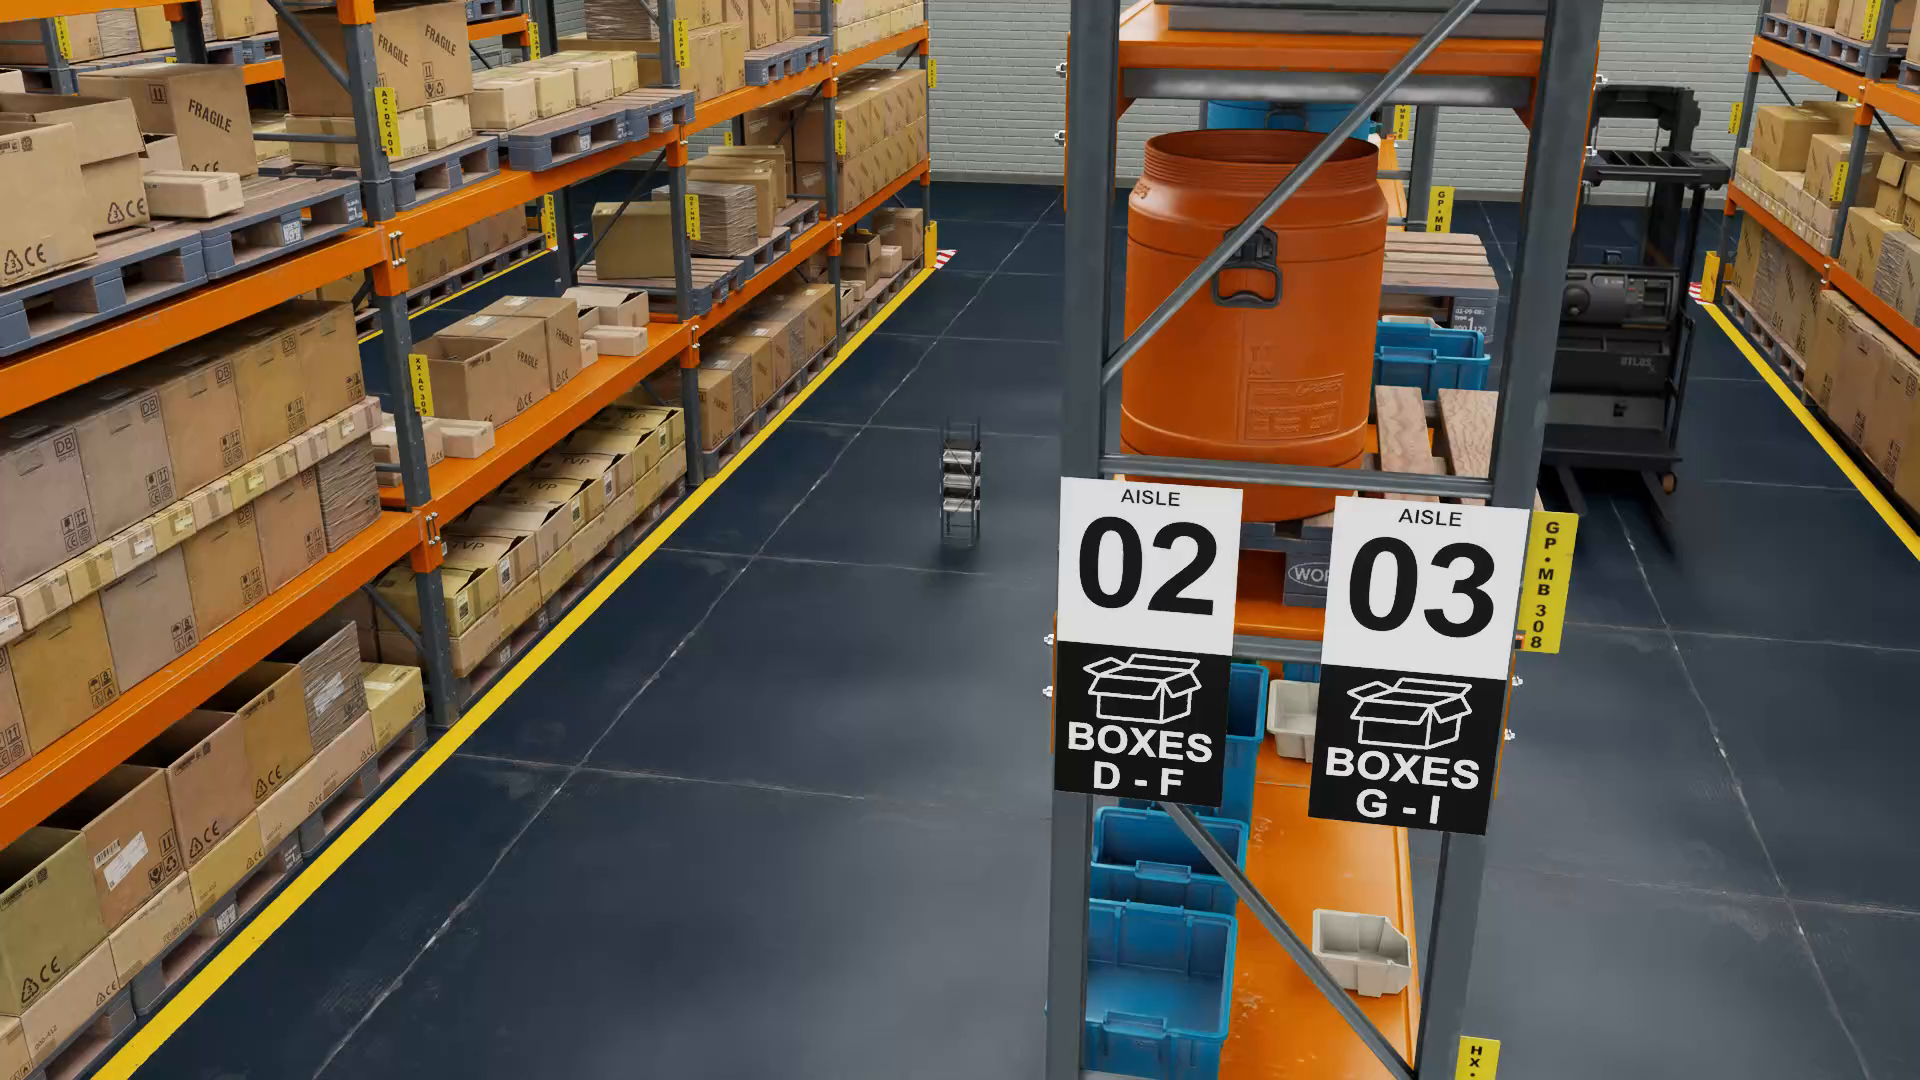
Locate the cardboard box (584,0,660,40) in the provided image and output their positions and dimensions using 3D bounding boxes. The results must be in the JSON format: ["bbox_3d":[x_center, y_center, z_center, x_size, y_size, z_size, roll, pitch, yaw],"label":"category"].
[{"bbox_3d":[-2.400,-3.921,12.086,0.500,0.500,0.500,4,22,11],"label":"cardboard box"}]

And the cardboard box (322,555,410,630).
[{"bbox_3d":[-3.510,0.253,9.577,0.500,0.311,0.500,4,22,11],"label":"cardboard box"}]

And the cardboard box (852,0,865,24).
[{"bbox_3d":[-1.237,-5.219,16.313,0.500,0.250,0.500,4,22,11],"label":"cardboard box"}]

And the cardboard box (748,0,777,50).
[{"bbox_3d":[-1.968,-4.577,14.359,0.600,0.600,0.600,4,22,10],"label":"cardboard box"}]

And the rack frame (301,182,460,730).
[{"bbox_3d":[-3.312,-0.397,8.825,1.000,3.000,0.127,4,22,11],"label":"rack frame"}]

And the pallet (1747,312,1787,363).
[{"bbox_3d":[8.496,-1.993,16.519,1.003,0.211,1.213,4,22,11],"label":"pallet"}]

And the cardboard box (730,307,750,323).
[{"bbox_3d":[-2.224,-1.831,15.142,0.500,0.500,0.500,5,22,12],"label":"cardboard box"}]

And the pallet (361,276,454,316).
[{"bbox_3d":[-6.298,-2.678,18.220,1.003,0.211,1.213,4,22,11],"label":"pallet"}]

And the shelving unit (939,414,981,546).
[{"bbox_3d":[0.002,-0.420,11.693,0.258,0.900,0.210,4,22,11],"label":"shelving unit"}]

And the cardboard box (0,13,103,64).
[{"bbox_3d":[-7.305,-4.057,13.173,0.700,0.500,0.500,3,22,7],"label":"cardboard box"}]

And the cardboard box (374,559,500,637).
[{"bbox_3d":[-2.984,0.291,9.484,0.500,0.311,0.500,5,22,11],"label":"cardboard box"}]

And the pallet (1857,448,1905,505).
[{"bbox_3d":[7.687,-0.538,12.906,1.003,0.211,1.213,4,22,11],"label":"pallet"}]

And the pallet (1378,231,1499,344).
[{"bbox_3d":[1.485,-1.051,6.685,1.213,0.211,1.003,4,22,11],"label":"pallet"}]

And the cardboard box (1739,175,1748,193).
[{"bbox_3d":[8.388,-3.714,17.397,0.380,0.149,0.250,4,22,10],"label":"cardboard box"}]

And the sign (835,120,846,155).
[{"bbox_3d":[-1.135,-3.819,15.771,0.100,0.325,0.005,4,22,11],"label":"sign"}]

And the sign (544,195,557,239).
[{"bbox_3d":[-3.029,-2.398,12.350,0.100,0.325,0.005,4,22,11],"label":"sign"}]

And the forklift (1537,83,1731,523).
[{"bbox_3d":[4.966,-1.855,12.537,1.130,2.935,3.031,4,22,11],"label":"forklift"}]

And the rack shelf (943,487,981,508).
[{"bbox_3d":[0.002,-0.306,11.739,0.258,0.077,0.200,4,22,11],"label":"rack shelf"}]

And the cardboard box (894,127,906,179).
[{"bbox_3d":[-0.898,-4.276,18.321,0.500,0.500,0.500,5,22,11],"label":"cardboard box"}]

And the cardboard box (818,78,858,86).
[{"bbox_3d":[-1.418,-4.780,18.234,0.500,0.500,0.500,5,22,12],"label":"cardboard box"}]

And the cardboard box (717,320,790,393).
[{"bbox_3d":[-1.813,-1.616,14.607,0.500,0.500,0.500,4,22,9],"label":"cardboard box"}]

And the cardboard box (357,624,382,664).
[{"bbox_3d":[-3.511,0.510,9.692,0.500,0.250,0.500,4,22,10],"label":"cardboard box"}]

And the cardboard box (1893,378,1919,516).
[{"bbox_3d":[7.363,-0.564,11.520,1.225,0.875,0.875,3,22,8],"label":"cardboard box"}]

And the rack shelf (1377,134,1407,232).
[{"bbox_3d":[1.945,-1.807,9.274,1.077,0.370,4.000,4,22,11],"label":"rack shelf"}]

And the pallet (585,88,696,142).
[{"bbox_3d":[-2.546,-2.909,11.299,1.213,0.211,1.003,6,23,13],"label":"pallet"}]

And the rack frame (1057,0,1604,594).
[{"bbox_3d":[0.720,-1.338,3.131,1.000,3.000,0.127,4,22,11],"label":"rack frame"}]

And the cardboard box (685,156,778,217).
[{"bbox_3d":[-2.073,-3.152,14.968,0.700,0.500,0.500,8,23,19],"label":"cardboard box"}]

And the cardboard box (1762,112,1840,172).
[{"bbox_3d":[8.270,-3.918,16.365,0.500,0.500,0.500,4,22,9],"label":"cardboard box"}]

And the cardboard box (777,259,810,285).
[{"bbox_3d":[-1.841,-2.598,17.045,0.500,0.500,0.500,4,22,11],"label":"cardboard box"}]

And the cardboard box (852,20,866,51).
[{"bbox_3d":[-1.232,-4.986,16.405,0.500,0.250,0.500,4,22,11],"label":"cardboard box"}]

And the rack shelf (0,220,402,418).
[{"bbox_3d":[-3.720,-0.724,6.583,1.077,0.370,4.000,4,22,11],"label":"rack shelf"}]

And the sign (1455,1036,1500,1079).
[{"bbox_3d":[1.258,1.360,4.092,0.100,0.325,0.005,4,22,11],"label":"sign"}]

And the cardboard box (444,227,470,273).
[{"bbox_3d":[-6.064,-3.371,18.993,0.700,0.500,0.500,5,22,12],"label":"cardboard box"}]

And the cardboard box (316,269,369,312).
[{"bbox_3d":[-6.535,-2.649,16.732,0.750,0.750,0.750,5,22,12],"label":"cardboard box"}]

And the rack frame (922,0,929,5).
[{"bbox_3d":[-0.863,-7.569,18.601,1.000,3.000,0.127,4,22,11],"label":"rack frame"}]

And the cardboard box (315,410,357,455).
[{"bbox_3d":[-3.210,-0.539,8.173,0.380,0.149,0.250,4,22,10],"label":"cardboard box"}]

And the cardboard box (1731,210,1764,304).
[{"bbox_3d":[8.782,-2.999,17.566,0.875,0.875,0.875,4,22,11],"label":"cardboard box"}]

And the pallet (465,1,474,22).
[{"bbox_3d":[-6.101,-5.793,18.325,1.003,0.211,1.213,4,22,11],"label":"pallet"}]

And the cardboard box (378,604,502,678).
[{"bbox_3d":[-2.987,0.555,9.580,0.500,0.250,0.500,4,22,10],"label":"cardboard box"}]

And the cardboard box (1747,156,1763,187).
[{"bbox_3d":[8.372,-3.752,16.958,0.500,0.250,0.500,4,22,10],"label":"cardboard box"}]

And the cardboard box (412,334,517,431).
[{"bbox_3d":[-3.032,-0.916,9.979,0.500,0.500,0.500,6,23,15],"label":"cardboard box"}]

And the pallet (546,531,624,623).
[{"bbox_3d":[-2.953,0.176,11.133,1.003,0.211,1.213,4,22,11],"label":"pallet"}]

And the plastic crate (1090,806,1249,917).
[{"bbox_3d":[0.668,1.071,5.379,0.499,0.251,0.408,4,22,11],"label":"plastic crate"}]

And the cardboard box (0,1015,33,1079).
[{"bbox_3d":[-3.801,1.967,6.073,0.500,0.250,0.500,4,22,11],"label":"cardboard box"}]

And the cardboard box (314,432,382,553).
[{"bbox_3d":[-3.396,-0.281,8.402,0.700,0.500,0.500,4,22,10],"label":"cardboard box"}]

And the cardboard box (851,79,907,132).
[{"bbox_3d":[-0.888,-4.738,18.130,0.500,0.500,0.500,5,22,12],"label":"cardboard box"}]

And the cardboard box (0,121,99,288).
[{"bbox_3d":[-3.521,-1.218,5.965,0.500,0.500,0.500,4,22,11],"label":"cardboard box"}]

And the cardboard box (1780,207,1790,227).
[{"bbox_3d":[8.021,-3.057,15.764,0.380,0.149,0.250,4,22,10],"label":"cardboard box"}]

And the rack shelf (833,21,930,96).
[{"bbox_3d":[-1.271,-5.112,17.480,1.077,0.370,4.000,4,22,11],"label":"rack shelf"}]

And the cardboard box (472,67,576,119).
[{"bbox_3d":[-2.750,-2.805,10.427,0.500,0.250,0.500,4,22,10],"label":"cardboard box"}]

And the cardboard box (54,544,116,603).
[{"bbox_3d":[-3.576,0.120,6.538,0.380,0.149,0.250,4,22,10],"label":"cardboard box"}]

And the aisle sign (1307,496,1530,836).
[{"bbox_3d":[0.993,0.287,3.645,0.394,0.787,0.004,4,22,11],"label":"aisle sign"}]

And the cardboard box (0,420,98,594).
[{"bbox_3d":[-3.805,-0.149,6.338,0.700,0.500,0.500,5,22,11],"label":"cardboard box"}]

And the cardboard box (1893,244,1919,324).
[{"bbox_3d":[7.375,-1.907,12.441,0.500,0.500,0.500,5,22,12],"label":"cardboard box"}]

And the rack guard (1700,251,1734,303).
[{"bbox_3d":[8.839,-2.879,18.332,1.175,0.500,0.348,4,22,11],"label":"rack guard"}]
